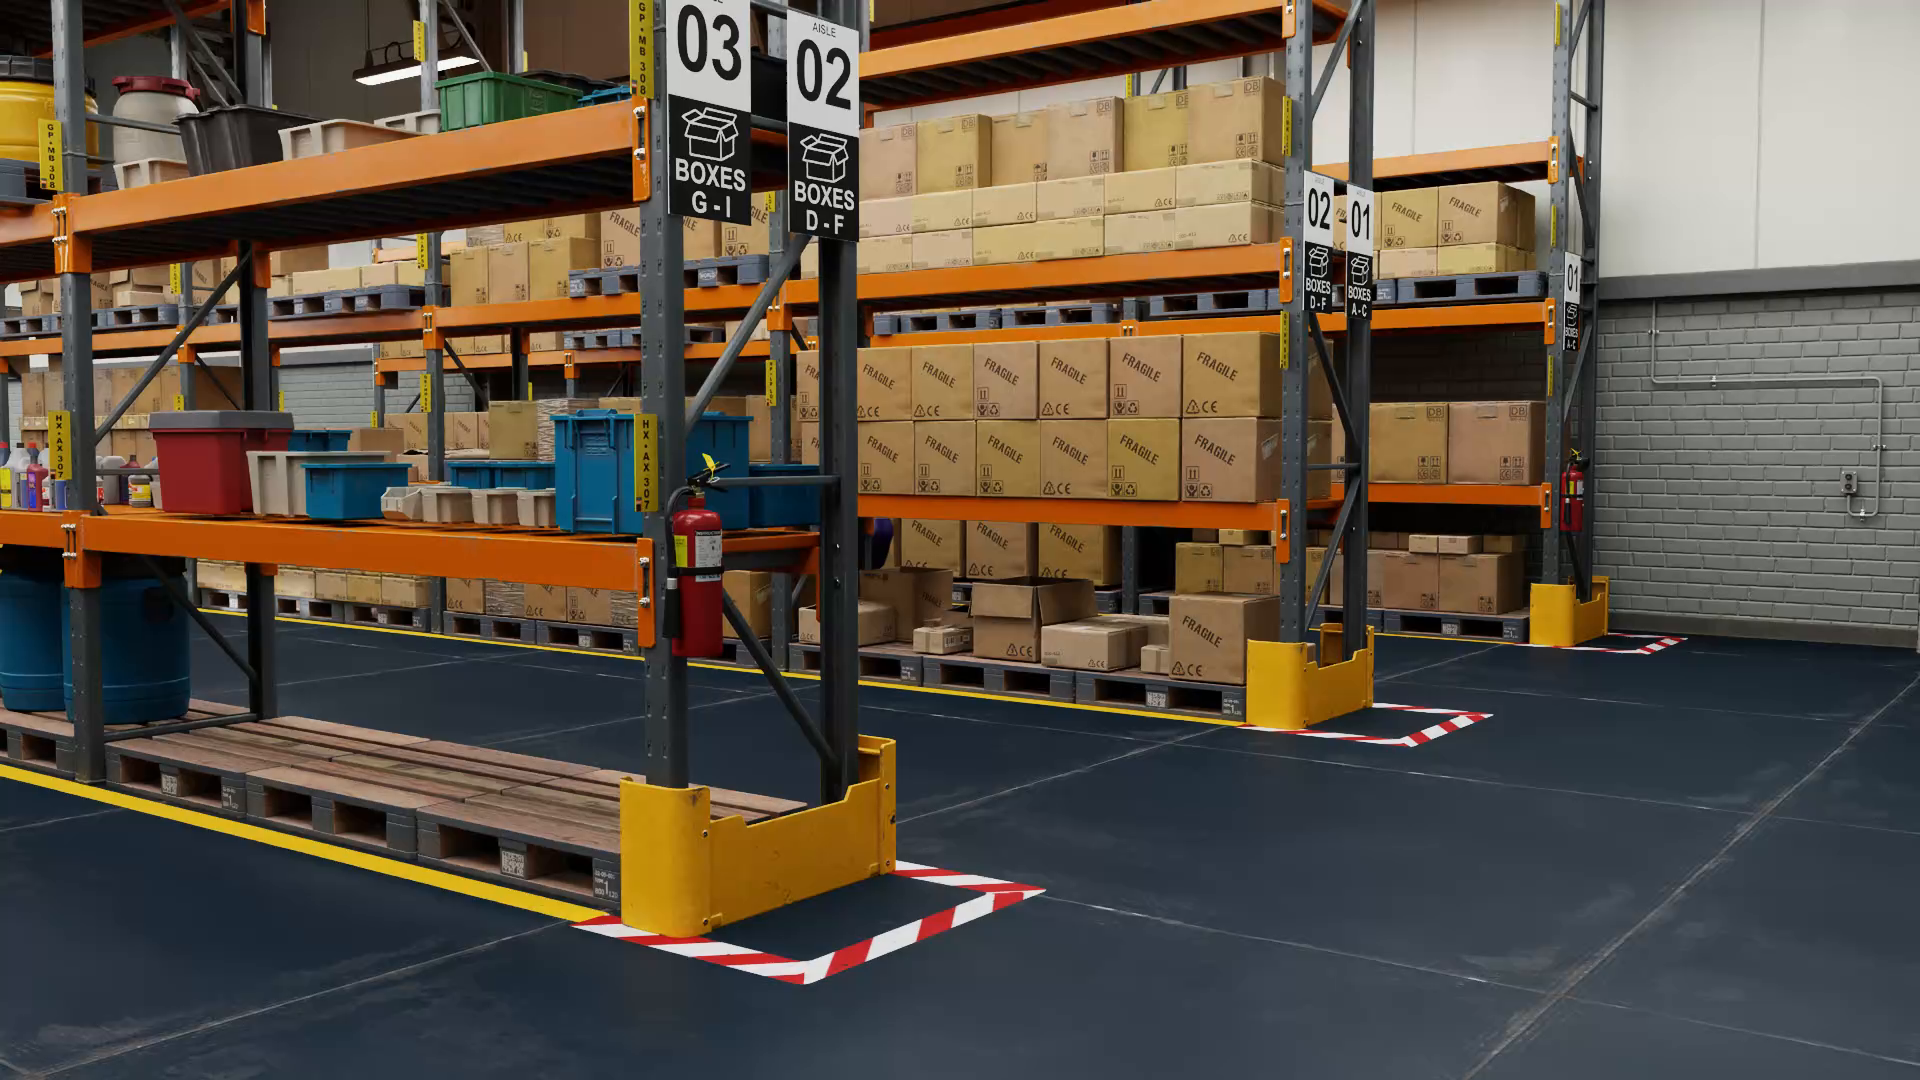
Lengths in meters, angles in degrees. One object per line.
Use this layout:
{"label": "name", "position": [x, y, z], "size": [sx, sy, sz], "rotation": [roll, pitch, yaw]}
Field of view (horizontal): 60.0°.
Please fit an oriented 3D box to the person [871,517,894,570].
{"label": "person", "position": [-0.913, -0.072, 15.619], "size": [0.522, 1.646, 0.434], "rotation": [2, 4, 35]}
